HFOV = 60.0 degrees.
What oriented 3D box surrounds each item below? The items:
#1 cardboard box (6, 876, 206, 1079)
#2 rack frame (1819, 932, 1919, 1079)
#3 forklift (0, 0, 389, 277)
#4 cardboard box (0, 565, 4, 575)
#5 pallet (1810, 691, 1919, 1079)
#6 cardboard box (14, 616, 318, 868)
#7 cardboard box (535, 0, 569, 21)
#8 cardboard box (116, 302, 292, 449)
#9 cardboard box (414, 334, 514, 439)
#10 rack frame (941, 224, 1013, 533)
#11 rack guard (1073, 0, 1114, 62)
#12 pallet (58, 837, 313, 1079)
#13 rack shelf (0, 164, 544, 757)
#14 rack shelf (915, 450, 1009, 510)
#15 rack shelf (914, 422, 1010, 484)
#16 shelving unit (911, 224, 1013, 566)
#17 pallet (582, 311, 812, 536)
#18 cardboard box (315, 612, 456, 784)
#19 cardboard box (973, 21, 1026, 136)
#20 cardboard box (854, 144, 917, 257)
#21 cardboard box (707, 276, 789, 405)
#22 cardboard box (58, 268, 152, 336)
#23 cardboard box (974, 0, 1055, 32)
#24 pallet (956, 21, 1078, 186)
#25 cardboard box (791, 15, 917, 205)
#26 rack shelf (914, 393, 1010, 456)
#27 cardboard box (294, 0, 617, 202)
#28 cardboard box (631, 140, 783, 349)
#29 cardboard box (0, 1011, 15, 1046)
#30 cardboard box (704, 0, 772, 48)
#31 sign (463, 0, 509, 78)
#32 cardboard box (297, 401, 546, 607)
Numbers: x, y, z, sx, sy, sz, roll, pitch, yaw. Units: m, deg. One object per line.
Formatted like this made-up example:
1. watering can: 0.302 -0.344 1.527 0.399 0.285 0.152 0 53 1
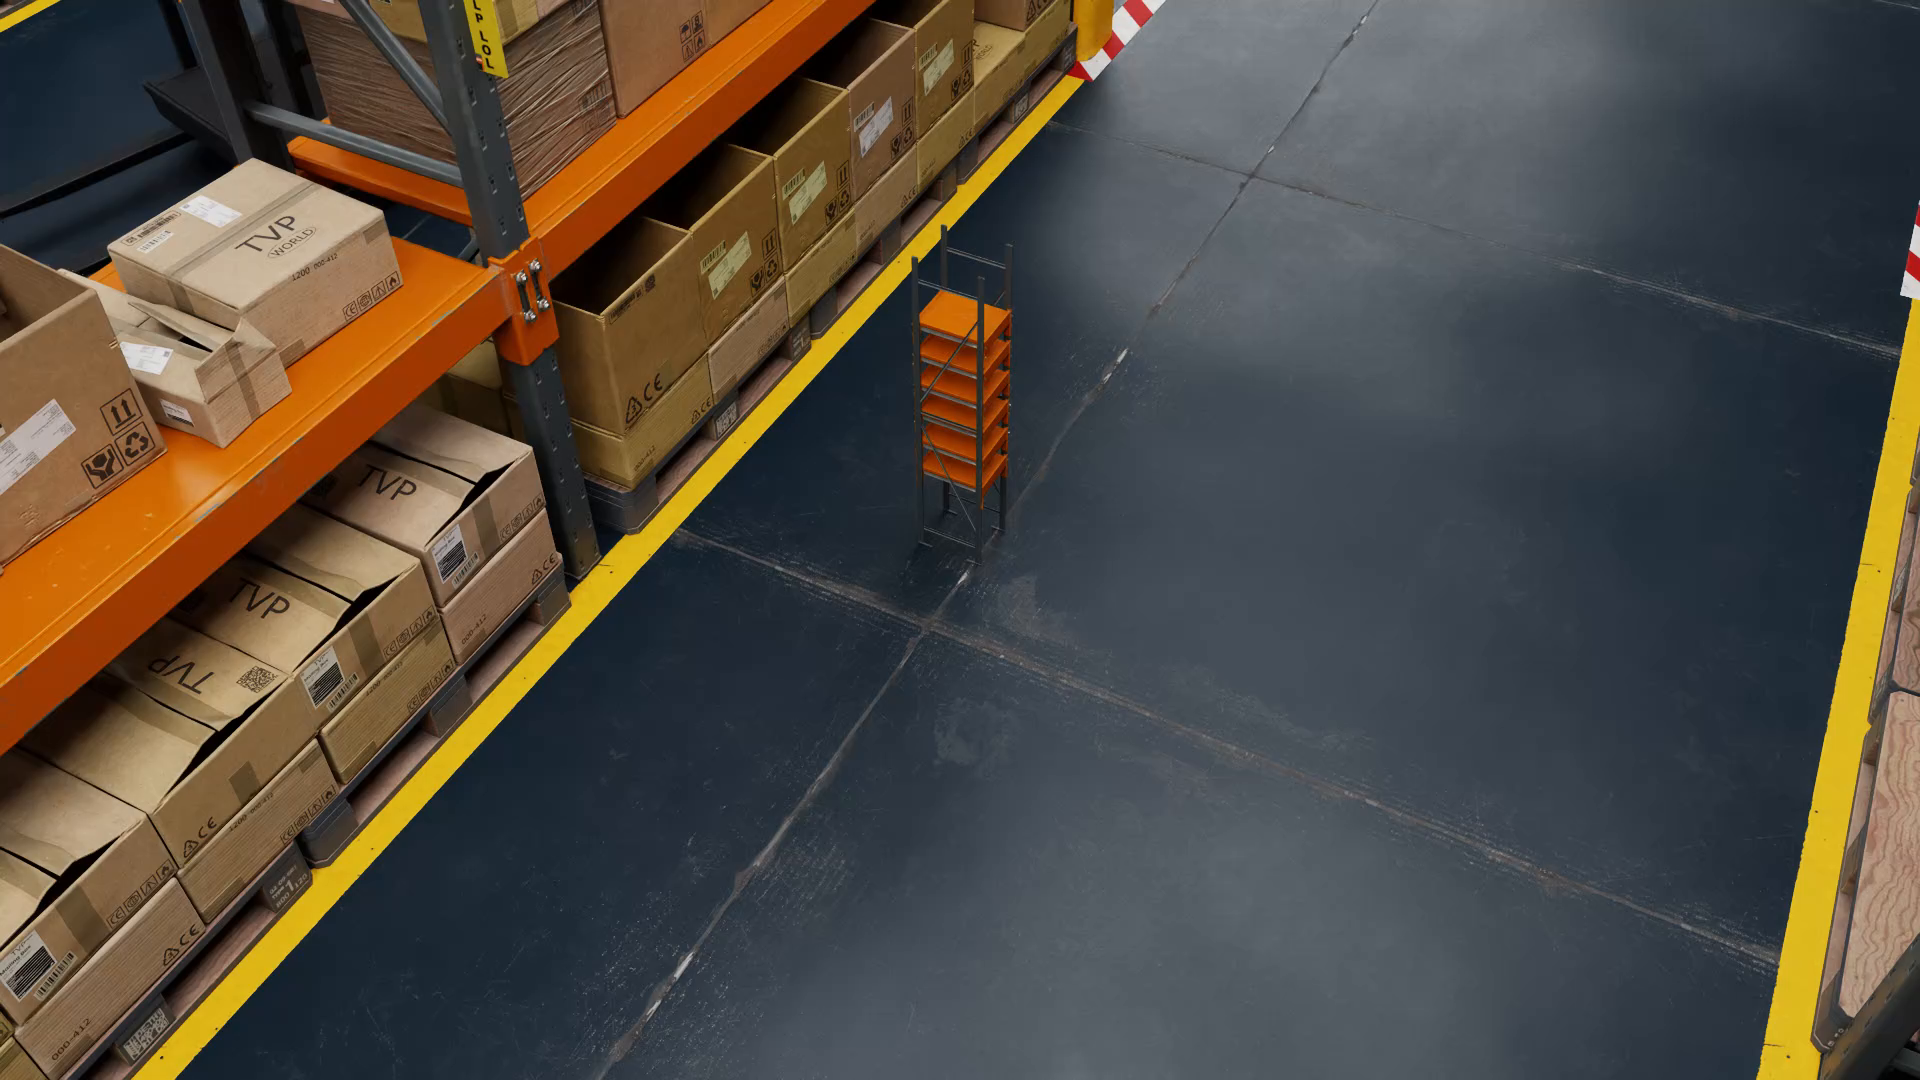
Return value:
1. cardboard box: -2.341 1.021 4.270 0.500 0.250 0.500 21 49 20
2. rack frame: 2.695 0.518 3.129 1.000 3.000 0.127 20 49 19
3. forklift: -2.835 -2.759 6.416 1.130 2.935 3.031 33 54 28
4. cardboard box: -2.542 -0.025 3.595 0.500 0.500 0.500 21 49 19
5. pallet: 2.976 1.063 4.551 1.003 0.211 1.213 20 49 19
6. cardboard box: -2.098 0.500 4.391 0.500 0.311 0.500 20 49 19
7. cardboard box: -1.282 -1.642 4.738 0.380 0.149 0.250 21 49 20
8. cardboard box: -1.940 -0.454 4.184 0.396 0.266 0.258 19 48 18
9. cardboard box: -1.673 -0.661 5.932 0.500 0.250 0.500 20 49 19
10. rack frame: 0.049 -0.489 5.389 0.240 1.200 0.006 20 49 19
11. rack guard: 0.174 -2.772 8.138 1.175 0.500 0.348 20 49 19
12. pallet: -2.567 1.113 4.501 1.003 0.211 1.213 20 49 19
13. rack shelf: -2.623 0.397 3.754 1.077 0.370 4.000 20 49 19
14. rack shelf: 0.007 -0.231 5.535 0.258 0.103 0.180 20 49 19
15. rack shelf: 0.007 -0.315 5.449 0.258 0.103 0.180 20 49 19
16. shelving unit: 0.007 -0.431 5.332 0.258 1.200 0.189 20 49 19
17. pallet: -1.288 -0.622 6.217 1.003 0.211 1.213 20 49 19
18. cardboard box: -1.866 0.379 4.905 0.500 0.250 0.500 20 49 18
19. cardboard box: -0.046 -2.062 7.317 0.500 0.250 0.500 20 49 19
20. cardboard box: -0.510 -1.432 6.694 0.500 0.250 0.500 20 49 19
21. cardboard box: -0.974 -0.802 6.071 0.500 0.250 0.500 20 49 19
22. cardboard box: -2.287 -0.536 4.348 0.380 0.149 0.250 20 49 19
23. cardboard box: 0.177 -2.644 7.365 0.500 0.500 0.500 20 49 19
24. pallet: -0.155 -2.160 7.736 1.003 0.211 1.213 20 49 19
25. cardboard box: -0.507 -1.695 6.426 0.500 0.500 0.500 20 49 19
26. rack shelf: 0.007 -0.400 5.364 0.258 0.103 0.180 20 49 19
27. cardboard box: -1.494 -1.432 4.986 0.700 0.500 0.500 19 48 18
28. cardboard box: -0.977 -1.066 5.806 0.500 0.500 0.500 20 49 19
29. cardboard box: -2.573 1.139 3.759 0.500 0.311 0.500 19 48 18
30. cardboard box: -1.018 -2.081 5.628 0.700 0.500 0.500 21 49 20
31. sign: -1.209 -1.322 4.189 0.100 0.325 0.005 20 49 19
32. cardboard box: -1.628 -0.144 5.027 0.500 0.311 0.500 20 49 19
